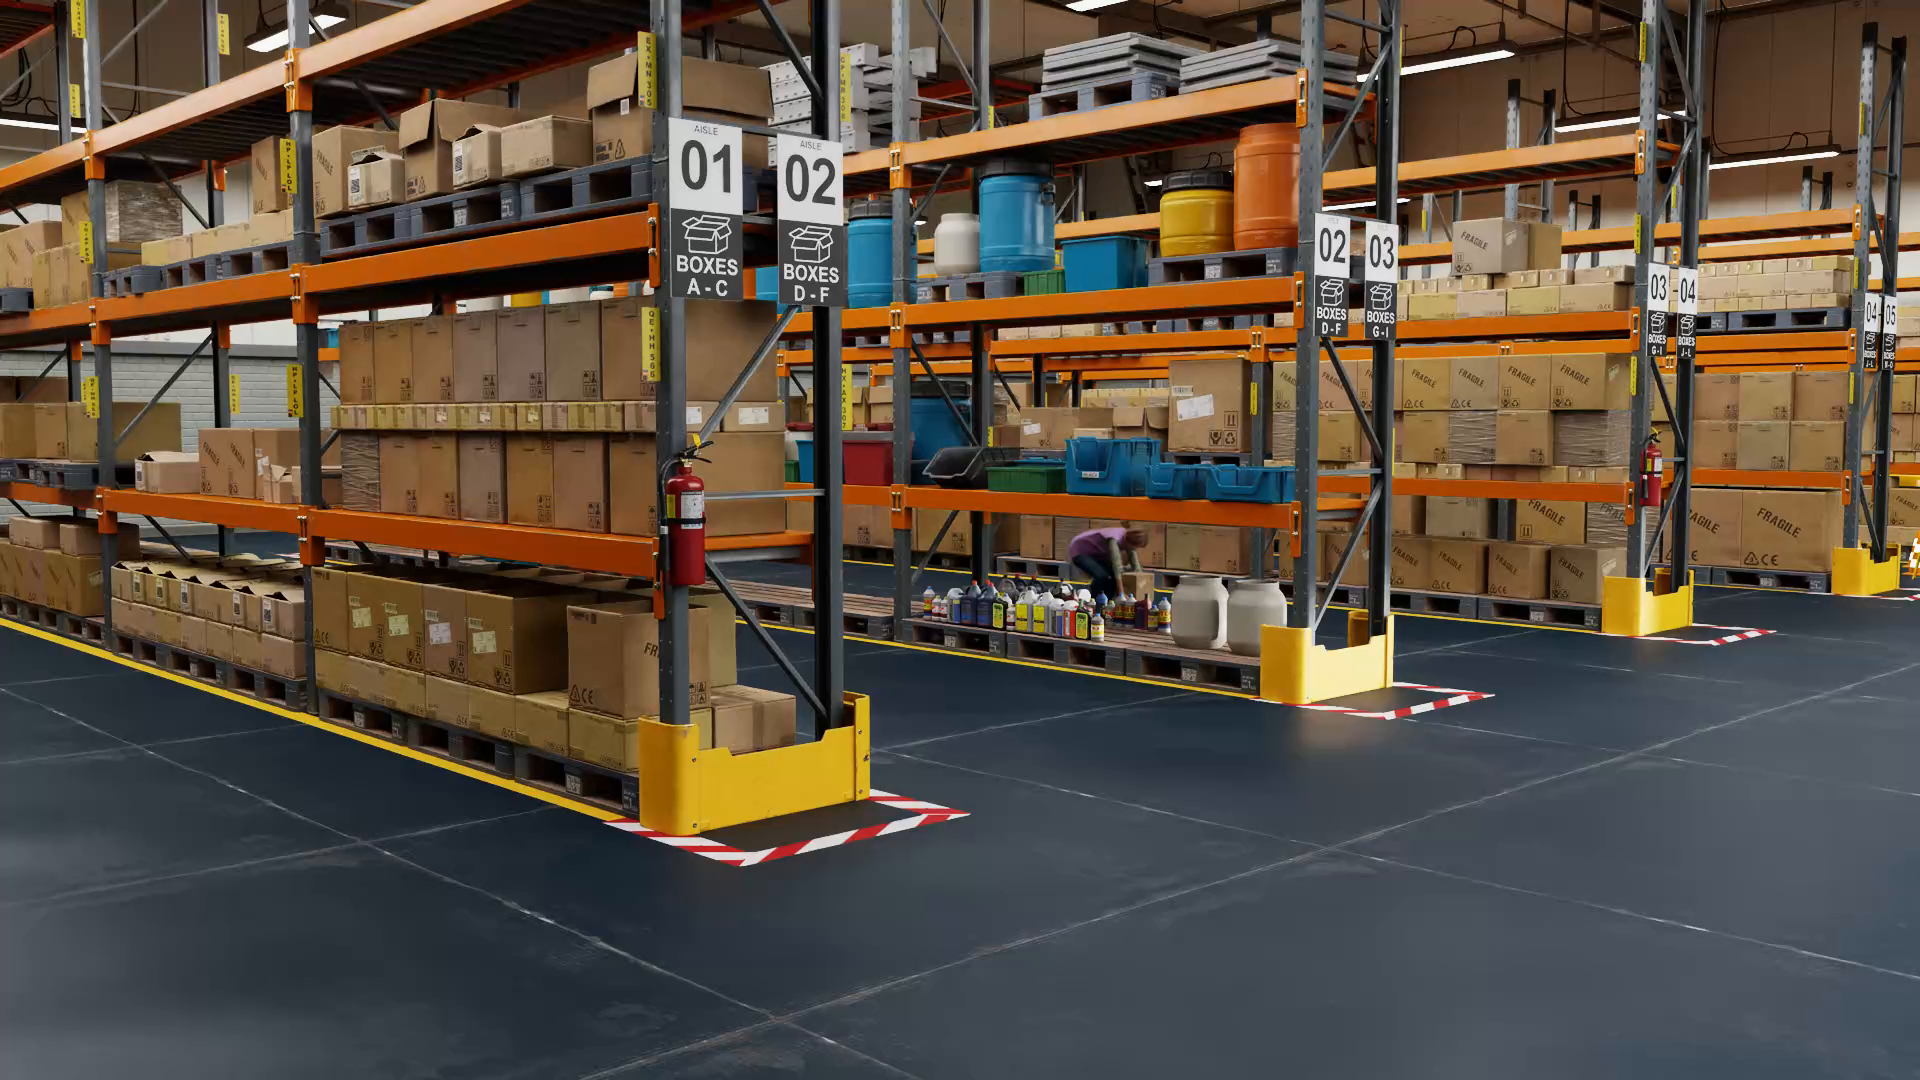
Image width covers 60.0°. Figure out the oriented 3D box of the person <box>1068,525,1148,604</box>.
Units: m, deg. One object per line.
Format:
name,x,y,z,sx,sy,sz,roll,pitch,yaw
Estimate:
person,1.390,0.299,15.469,0.857,0.902,0.428,4,6,43
